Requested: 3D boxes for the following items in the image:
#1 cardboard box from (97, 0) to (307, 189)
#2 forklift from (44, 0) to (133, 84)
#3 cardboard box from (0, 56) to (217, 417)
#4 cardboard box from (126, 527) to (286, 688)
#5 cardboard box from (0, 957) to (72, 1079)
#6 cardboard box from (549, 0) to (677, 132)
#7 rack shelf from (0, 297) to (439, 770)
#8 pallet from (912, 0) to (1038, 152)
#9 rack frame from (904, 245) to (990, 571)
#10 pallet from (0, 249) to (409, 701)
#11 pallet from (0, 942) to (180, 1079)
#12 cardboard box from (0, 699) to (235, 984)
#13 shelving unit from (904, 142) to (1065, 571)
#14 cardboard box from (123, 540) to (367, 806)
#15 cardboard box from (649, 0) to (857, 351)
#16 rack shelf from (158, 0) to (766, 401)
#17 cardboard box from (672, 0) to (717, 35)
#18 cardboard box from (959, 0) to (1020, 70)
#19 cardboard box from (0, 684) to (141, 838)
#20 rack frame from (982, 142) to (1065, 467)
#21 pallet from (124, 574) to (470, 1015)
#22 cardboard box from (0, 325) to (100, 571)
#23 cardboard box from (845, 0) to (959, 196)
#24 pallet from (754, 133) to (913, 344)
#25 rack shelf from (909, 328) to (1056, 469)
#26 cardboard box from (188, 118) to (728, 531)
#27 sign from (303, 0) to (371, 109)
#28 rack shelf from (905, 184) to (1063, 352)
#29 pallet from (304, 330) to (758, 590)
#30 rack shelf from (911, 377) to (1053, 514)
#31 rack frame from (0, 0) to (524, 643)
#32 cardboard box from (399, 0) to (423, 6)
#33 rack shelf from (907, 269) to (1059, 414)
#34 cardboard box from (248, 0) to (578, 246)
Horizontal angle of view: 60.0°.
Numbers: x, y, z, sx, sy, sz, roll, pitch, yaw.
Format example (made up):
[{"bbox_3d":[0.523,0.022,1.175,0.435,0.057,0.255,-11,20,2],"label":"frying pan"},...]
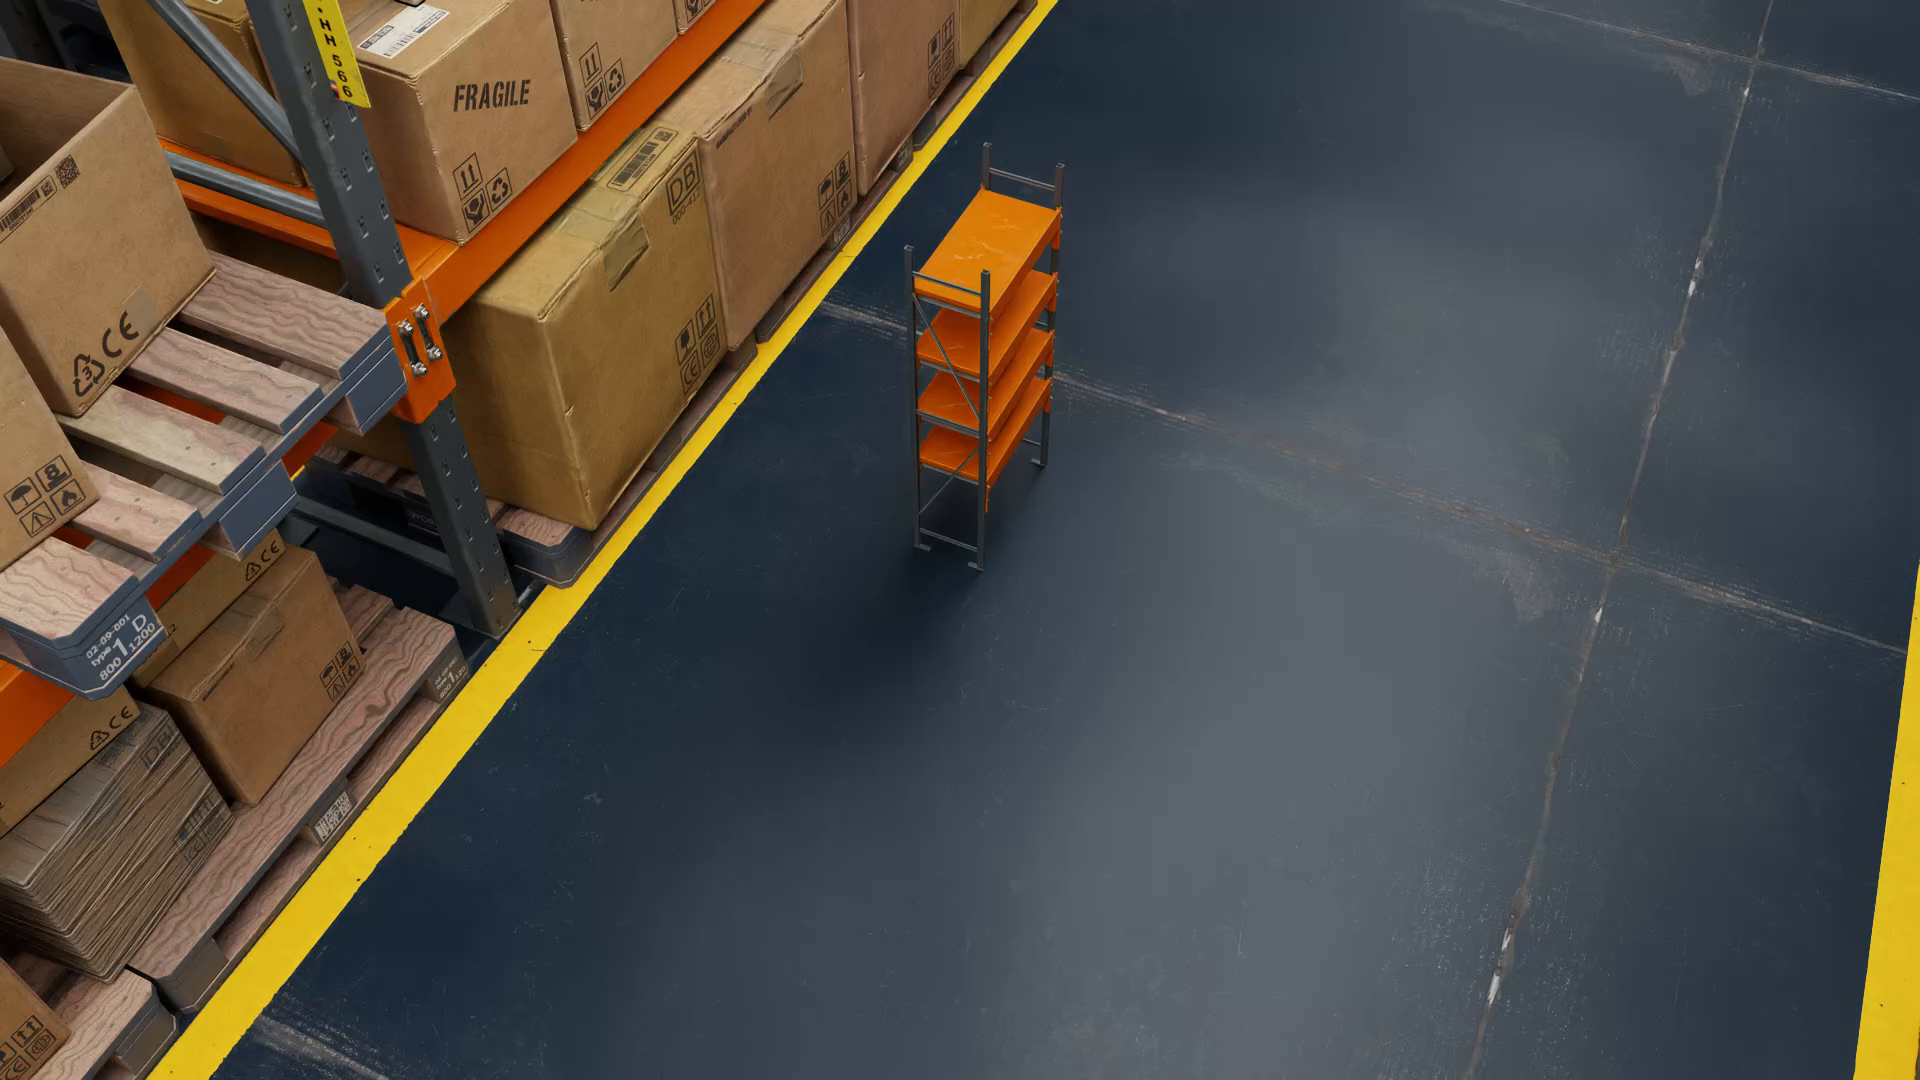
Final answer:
[{"bbox_3d":[-1.820,-1.323,4.340,0.500,0.500,0.500,21,53,17],"label":"cardboard box"},{"bbox_3d":[-3.122,-3.098,5.961,1.130,2.935,3.031,26,54,20],"label":"forklift"},{"bbox_3d":[-2.002,-0.654,3.495,0.500,0.500,0.500,14,51,12],"label":"cardboard box"},{"bbox_3d":[-2.066,0.026,4.119,0.500,0.250,0.500,22,53,18],"label":"cardboard box"},{"bbox_3d":[-2.537,1.044,3.745,0.700,0.500,0.500,24,54,19],"label":"cardboard box"},{"bbox_3d":[-1.135,-1.505,4.495,0.500,0.500,0.500,19,52,15],"label":"cardboard box"},{"bbox_3d":[-2.662,0.740,3.123,1.077,0.370,4.000,20,52,16],"label":"rack shelf"},{"bbox_3d":[-0.360,-2.165,6.954,1.003,0.211,1.213,20,52,16],"label":"pallet"},{"bbox_3d":[-0.034,-0.335,4.747,0.240,1.200,0.015,20,52,16],"label":"rack frame"},{"bbox_3d":[-2.015,-0.283,3.647,1.213,0.211,1.003,20,52,16],"label":"pallet"},{"bbox_3d":[-2.665,1.408,3.913,1.003,0.211,1.213,20,52,16],"label":"pallet"},{"bbox_3d":[-2.301,0.651,4.079,0.700,0.500,0.500,16,51,13],"label":"cardboard box"},{"bbox_3d":[0.071,-0.503,4.890,0.258,1.200,0.503,20,52,16],"label":"shelving unit"},{"bbox_3d":[-2.075,0.265,4.407,0.700,0.500,0.500,17,52,14],"label":"cardboard box"},{"bbox_3d":[-1.106,-1.397,5.589,1.225,0.875,0.875,20,52,16],"label":"cardboard box"},{"bbox_3d":[-0.953,-2.014,5.467,1.077,0.370,4.000,20,52,16],"label":"rack shelf"},{"bbox_3d":[-0.920,-1.858,4.796,0.500,0.500,0.500,19,52,15],"label":"cardboard box"},{"bbox_3d":[-0.354,-2.625,6.633,1.225,0.875,0.875,20,52,16],"label":"cardboard box"},{"bbox_3d":[-2.284,0.394,3.805,0.500,0.250,0.500,25,54,20],"label":"cardboard box"},{"bbox_3d":[0.175,-0.671,5.033,0.240,1.200,0.015,20,52,16],"label":"rack frame"},{"bbox_3d":[-2.142,0.571,4.625,1.003,0.211,1.213,20,52,16],"label":"pallet"},{"bbox_3d":[-2.150,-0.237,3.141,0.700,0.500,0.500,27,55,21],"label":"cardboard box"},{"bbox_3d":[-0.735,-2.009,6.109,1.225,0.875,0.875,18,52,15],"label":"cardboard box"},{"bbox_3d":[-0.880,-1.322,6.236,1.003,0.211,1.213,20,52,16],"label":"pallet"},{"bbox_3d":[0.071,-0.459,4.941,0.258,0.148,0.480,20,52,16],"label":"rack shelf"},{"bbox_3d":[-1.494,-0.786,5.069,1.225,0.875,0.875,18,52,14],"label":"cardboard box"},{"bbox_3d":[-1.313,-1.050,3.465,0.100,0.325,0.005,20,52,16],"label":"sign"},{"bbox_3d":[0.071,-0.757,4.591,0.258,0.148,0.480,20,52,16],"label":"rack shelf"},{"bbox_3d":[-1.402,-0.485,5.524,1.003,0.211,1.213,20,52,16],"label":"pallet"},{"bbox_3d":[0.071,-0.331,5.092,0.258,0.148,0.480,20,52,16],"label":"rack shelf"},{"bbox_3d":[-1.807,-0.870,4.021,1.000,3.000,0.127,20,52,16],"label":"rack frame"},{"bbox_3d":[-1.480,-1.726,4.025,0.797,0.503,0.637,21,53,17],"label":"cardboard box"},{"bbox_3d":[0.071,-0.604,4.771,0.258,0.148,0.480,20,52,16],"label":"rack shelf"},{"bbox_3d":[-1.354,-1.149,4.192,0.500,0.500,0.500,21,53,17],"label":"cardboard box"}]
